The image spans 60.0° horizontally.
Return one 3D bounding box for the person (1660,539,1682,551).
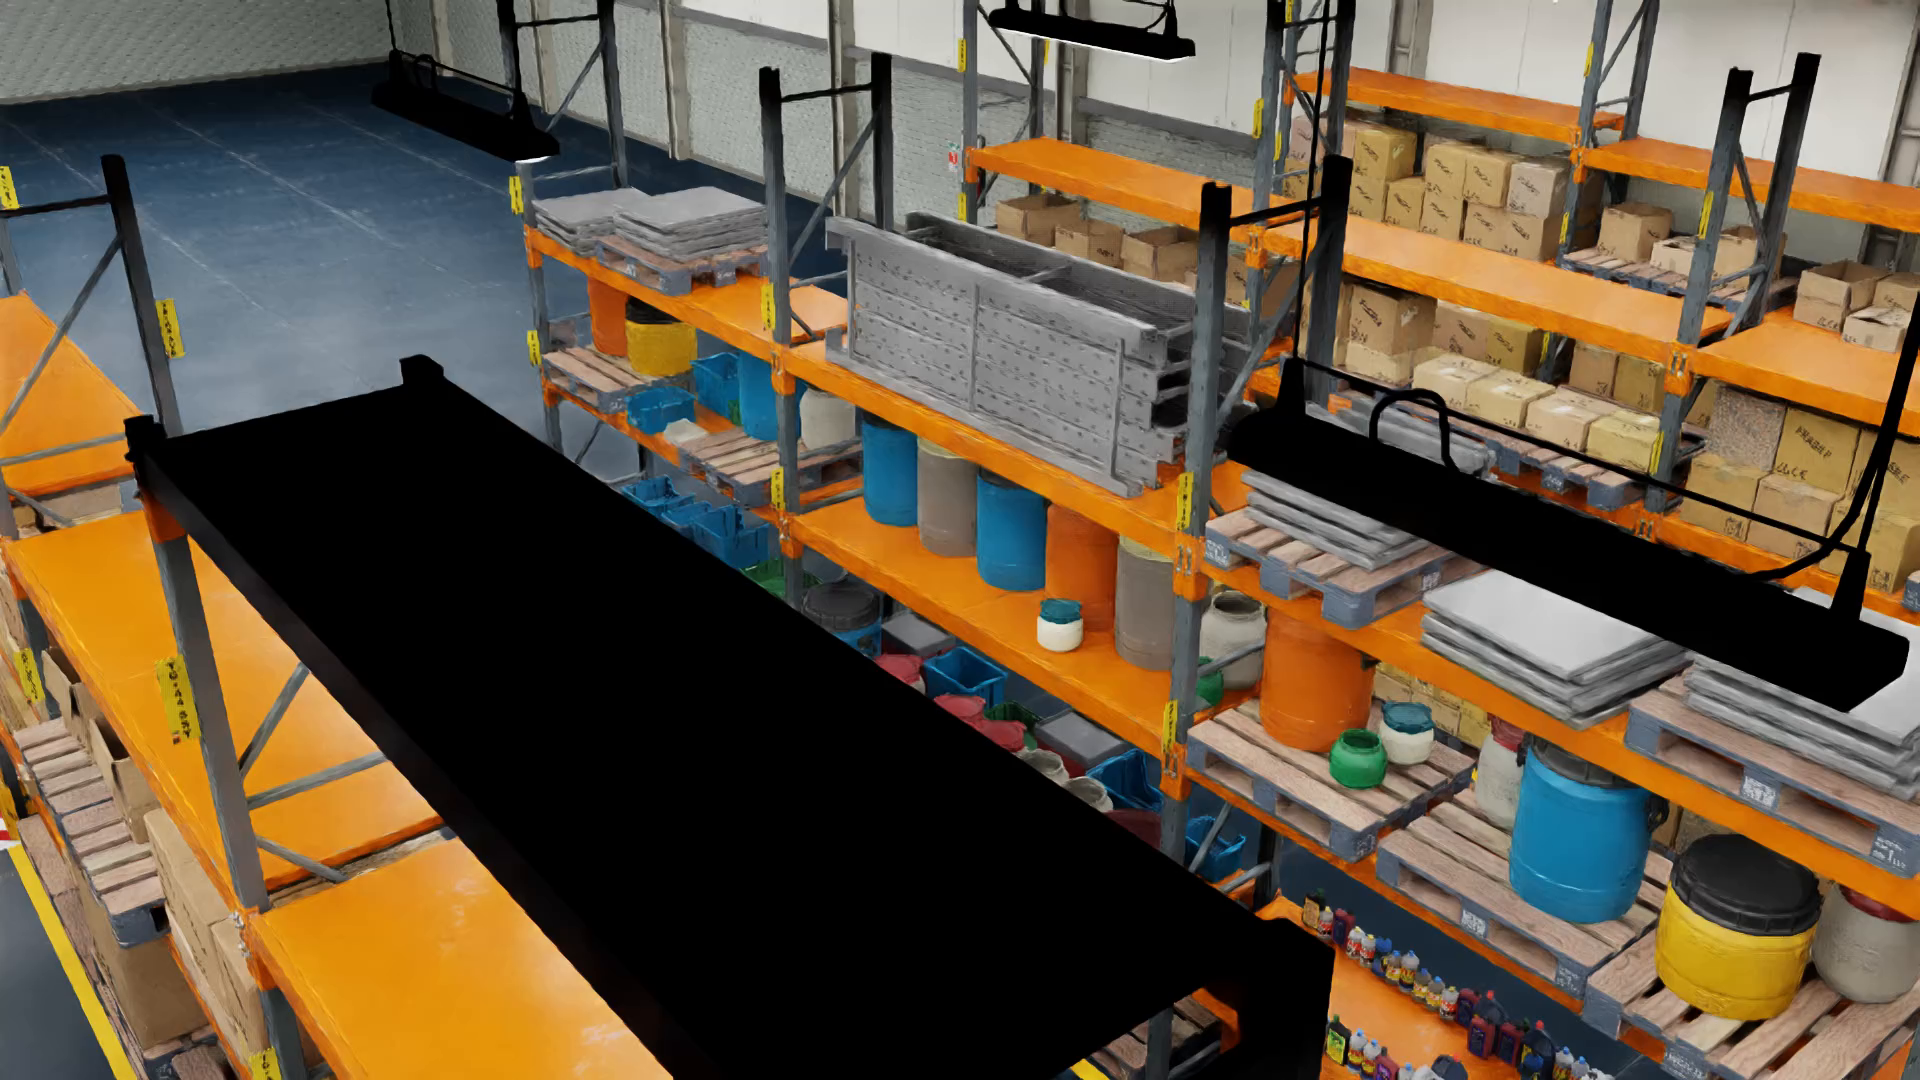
[{"bbox_3d":[6.228,0.658,14.829,0.636,1.775,0.677,-3,26,-6],"label":"person"}]
